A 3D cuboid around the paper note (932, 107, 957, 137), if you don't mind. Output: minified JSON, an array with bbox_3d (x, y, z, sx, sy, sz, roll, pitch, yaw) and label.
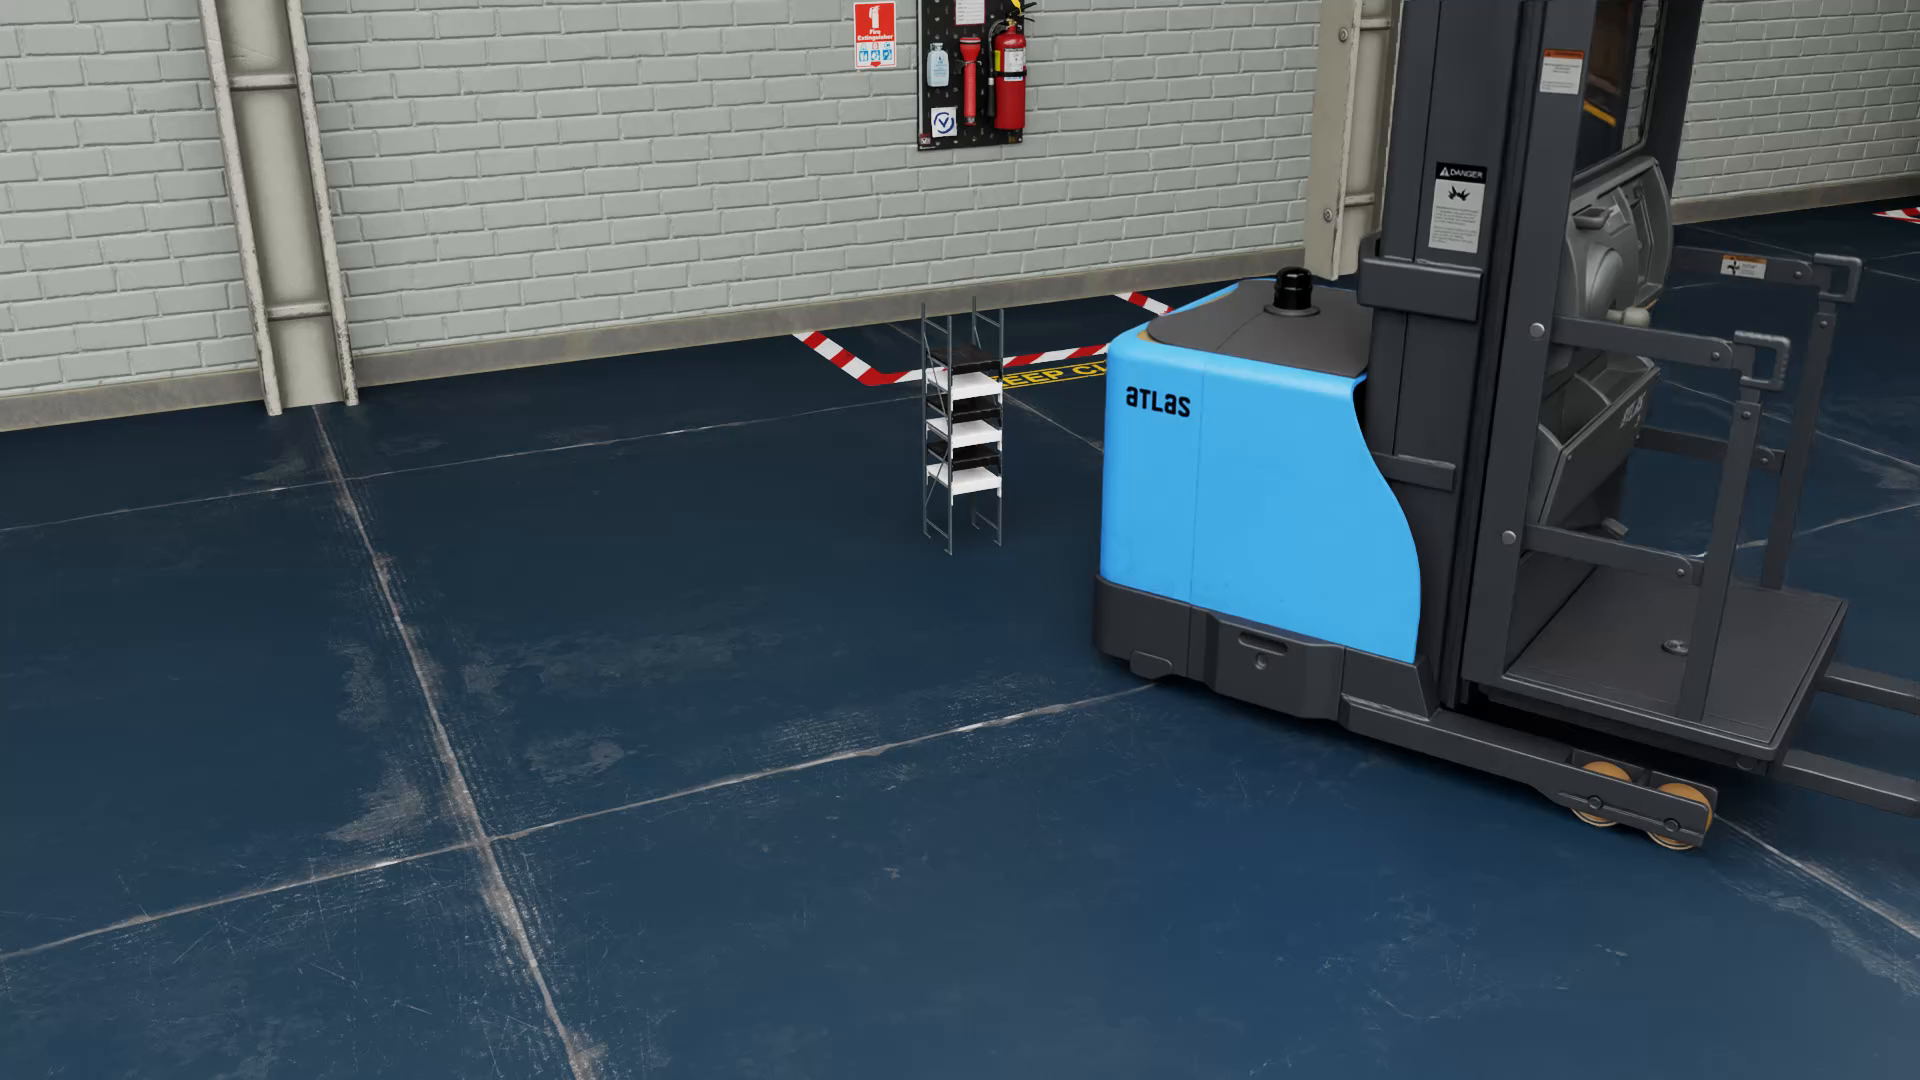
[{"bbox_3d":[-0.083,-2.228,8.861,0.142,0.148,0.016,-10,25,-24],"label":"paper note"}]

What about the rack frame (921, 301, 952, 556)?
[{"bbox_3d":[-0.084,-0.400,6.040,0.006,0.900,0.240,-10,25,-24],"label":"rack frame"}]

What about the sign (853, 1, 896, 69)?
[{"bbox_3d":[-0.437,-2.601,8.564,0.234,0.329,0.001,-10,25,-24],"label":"sign"}]

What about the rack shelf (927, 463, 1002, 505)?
[{"bbox_3d":[0.007,-0.220,6.163,0.200,0.077,0.258,-10,25,-24],"label":"rack shelf"}]

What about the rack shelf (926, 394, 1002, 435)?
[{"bbox_3d":[0.007,-0.469,6.059,0.200,0.077,0.258,-10,25,-24],"label":"rack shelf"}]

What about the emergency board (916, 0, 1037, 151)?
[{"bbox_3d":[0.106,-2.640,8.706,0.643,1.169,0.194,-10,25,-24],"label":"emergency board"}]

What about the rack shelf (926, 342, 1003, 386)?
[{"bbox_3d":[0.007,-0.636,5.991,0.200,0.077,0.258,-10,25,-24],"label":"rack shelf"}]

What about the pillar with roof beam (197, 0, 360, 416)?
[{"bbox_3d":[-1.190,-3.330,2.529,0.400,9.000,9.100,-10,25,-24],"label":"pillar with roof beam"}]

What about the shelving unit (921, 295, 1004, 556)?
[{"bbox_3d":[0.007,-0.417,6.081,0.210,0.900,0.258,-10,25,-24],"label":"shelving unit"}]

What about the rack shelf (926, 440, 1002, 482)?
[{"bbox_3d":[0.007,-0.303,6.128,0.200,0.077,0.258,-10,25,-24],"label":"rack shelf"}]

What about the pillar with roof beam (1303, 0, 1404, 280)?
[{"bbox_3d":[4.216,-4.325,4.933,0.400,9.000,9.100,-10,25,-24],"label":"pillar with roof beam"}]

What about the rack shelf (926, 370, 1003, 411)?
[{"bbox_3d":[0.007,-0.553,6.025,0.200,0.077,0.258,-10,25,-24],"label":"rack shelf"}]

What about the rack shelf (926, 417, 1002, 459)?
[{"bbox_3d":[0.007,-0.386,6.094,0.200,0.077,0.258,-10,25,-24],"label":"rack shelf"}]

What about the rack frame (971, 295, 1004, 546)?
[{"bbox_3d":[0.099,-0.434,6.122,0.006,0.900,0.240,-10,25,-24],"label":"rack frame"}]

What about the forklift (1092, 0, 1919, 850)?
[{"bbox_3d":[1.918,-0.783,4.310,3.031,2.935,1.130,15,27,32],"label":"forklift"}]
